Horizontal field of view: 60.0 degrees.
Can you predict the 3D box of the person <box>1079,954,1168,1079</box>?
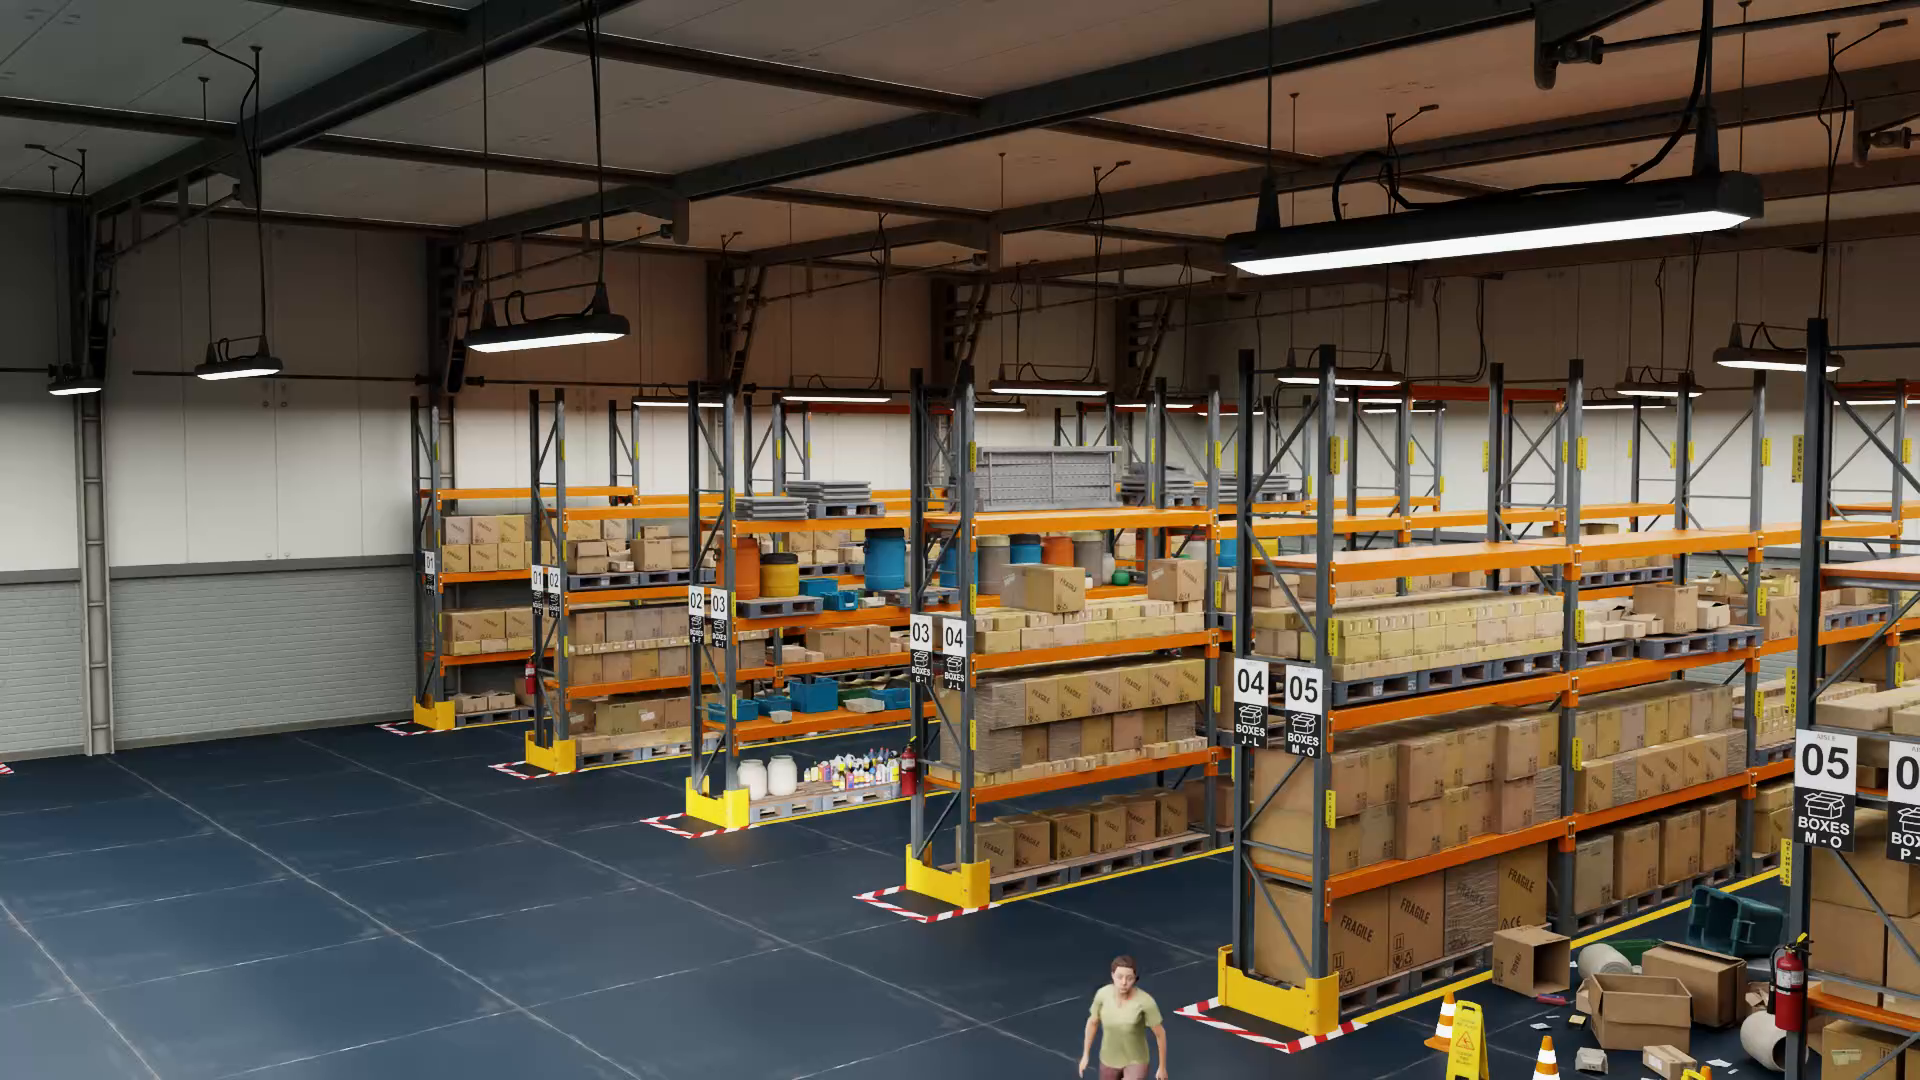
[{"bbox_3d":[1.197,3.674,11.779,0.638,1.598,0.816,1,4,19],"label":"person"}]
